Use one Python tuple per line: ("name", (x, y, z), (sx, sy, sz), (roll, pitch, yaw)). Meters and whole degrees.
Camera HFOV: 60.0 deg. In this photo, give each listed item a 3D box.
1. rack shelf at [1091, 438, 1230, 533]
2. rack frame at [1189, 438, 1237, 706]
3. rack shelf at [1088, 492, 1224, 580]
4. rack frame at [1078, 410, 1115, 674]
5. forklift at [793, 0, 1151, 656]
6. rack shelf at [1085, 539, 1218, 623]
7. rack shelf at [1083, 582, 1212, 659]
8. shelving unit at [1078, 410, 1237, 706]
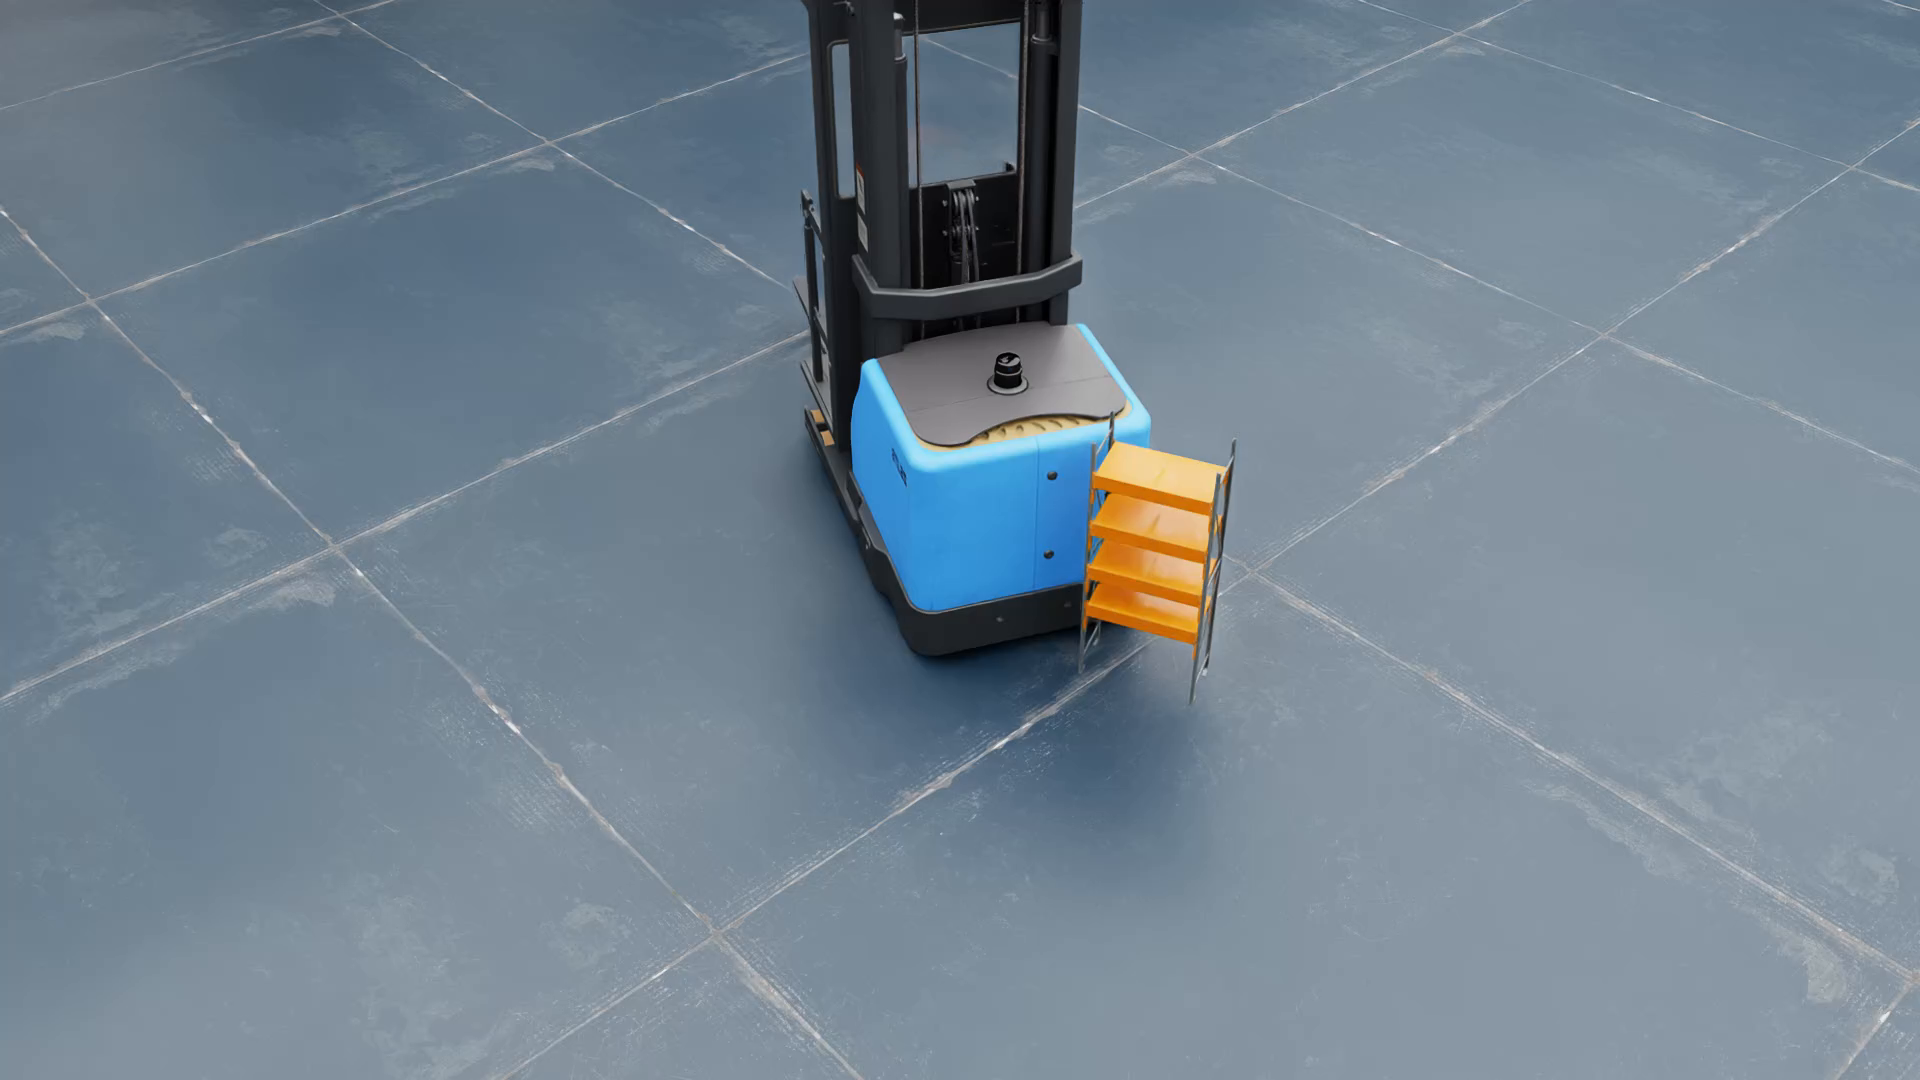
("rack shelf", (0.776, -0.214, 6.434), (0.480, 0.148, 0.258), (15, 41, 18))
("rack frame", (1.002, 0.150, 6.609), (0.015, 1.200, 0.240), (15, 41, 18))
("rack shelf", (0.777, -0.031, 6.583), (0.480, 0.148, 0.258), (15, 41, 18))
("rack frame", (0.552, 0.031, 6.756), (0.015, 1.200, 0.240), (15, 41, 18))
("forklift", (-0.142, -1.584, 7.378), (1.130, 2.935, 3.031), (-11, 40, -14))
("rack shelf", (0.777, 0.143, 6.725), (0.480, 0.148, 0.258), (15, 41, 18))
("rack shelf", (0.777, 0.297, 6.850), (0.480, 0.148, 0.258), (15, 41, 18))
("shelving unit", (0.777, 0.091, 6.682), (0.503, 1.200, 0.258), (15, 41, 18))
